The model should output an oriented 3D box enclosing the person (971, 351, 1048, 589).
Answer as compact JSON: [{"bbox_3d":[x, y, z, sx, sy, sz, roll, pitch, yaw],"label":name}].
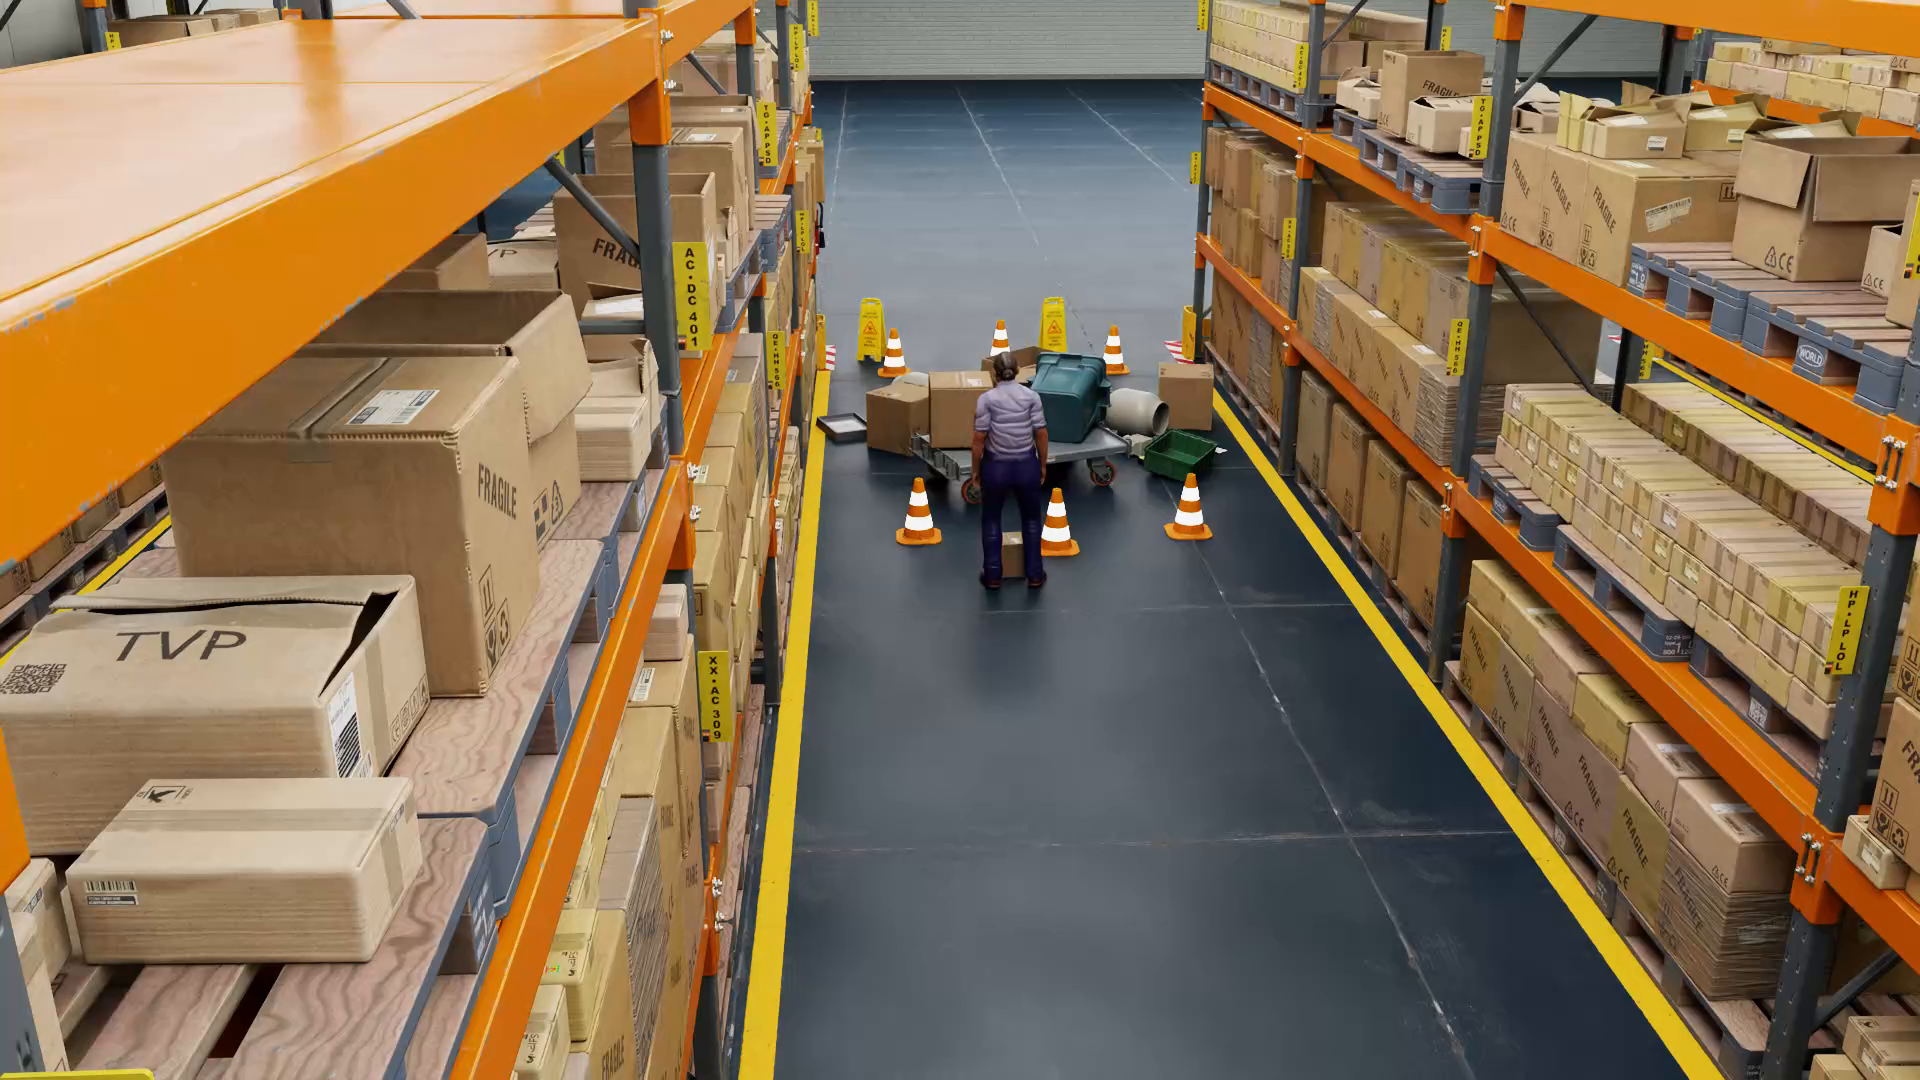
[{"bbox_3d":[0.349,-0.467,11.337,0.555,1.650,0.368,-2,21,-6],"label":"person"}]
